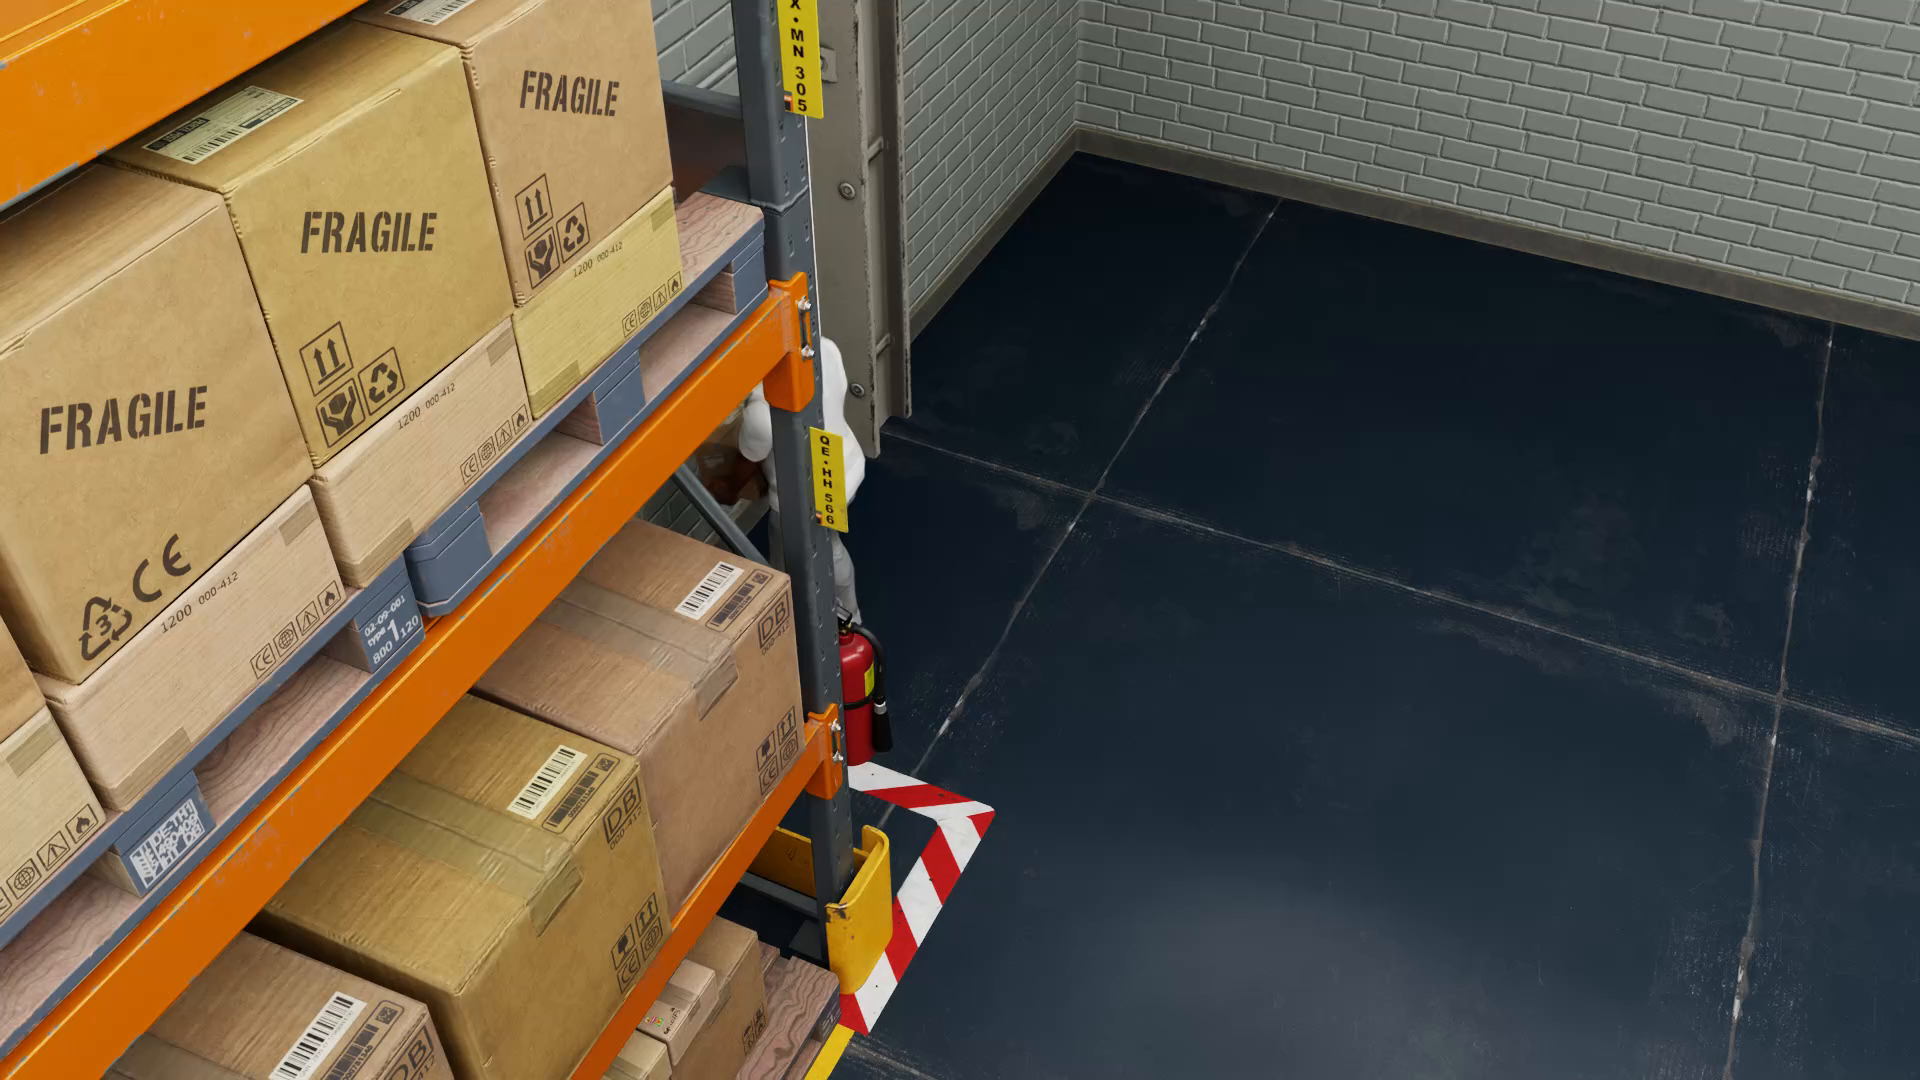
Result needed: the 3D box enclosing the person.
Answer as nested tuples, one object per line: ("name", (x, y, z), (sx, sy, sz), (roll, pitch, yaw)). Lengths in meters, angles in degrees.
("person", (-0.675, -0.221, 6.400), (0.583, 1.750, 0.505), (17, 44, 18))
